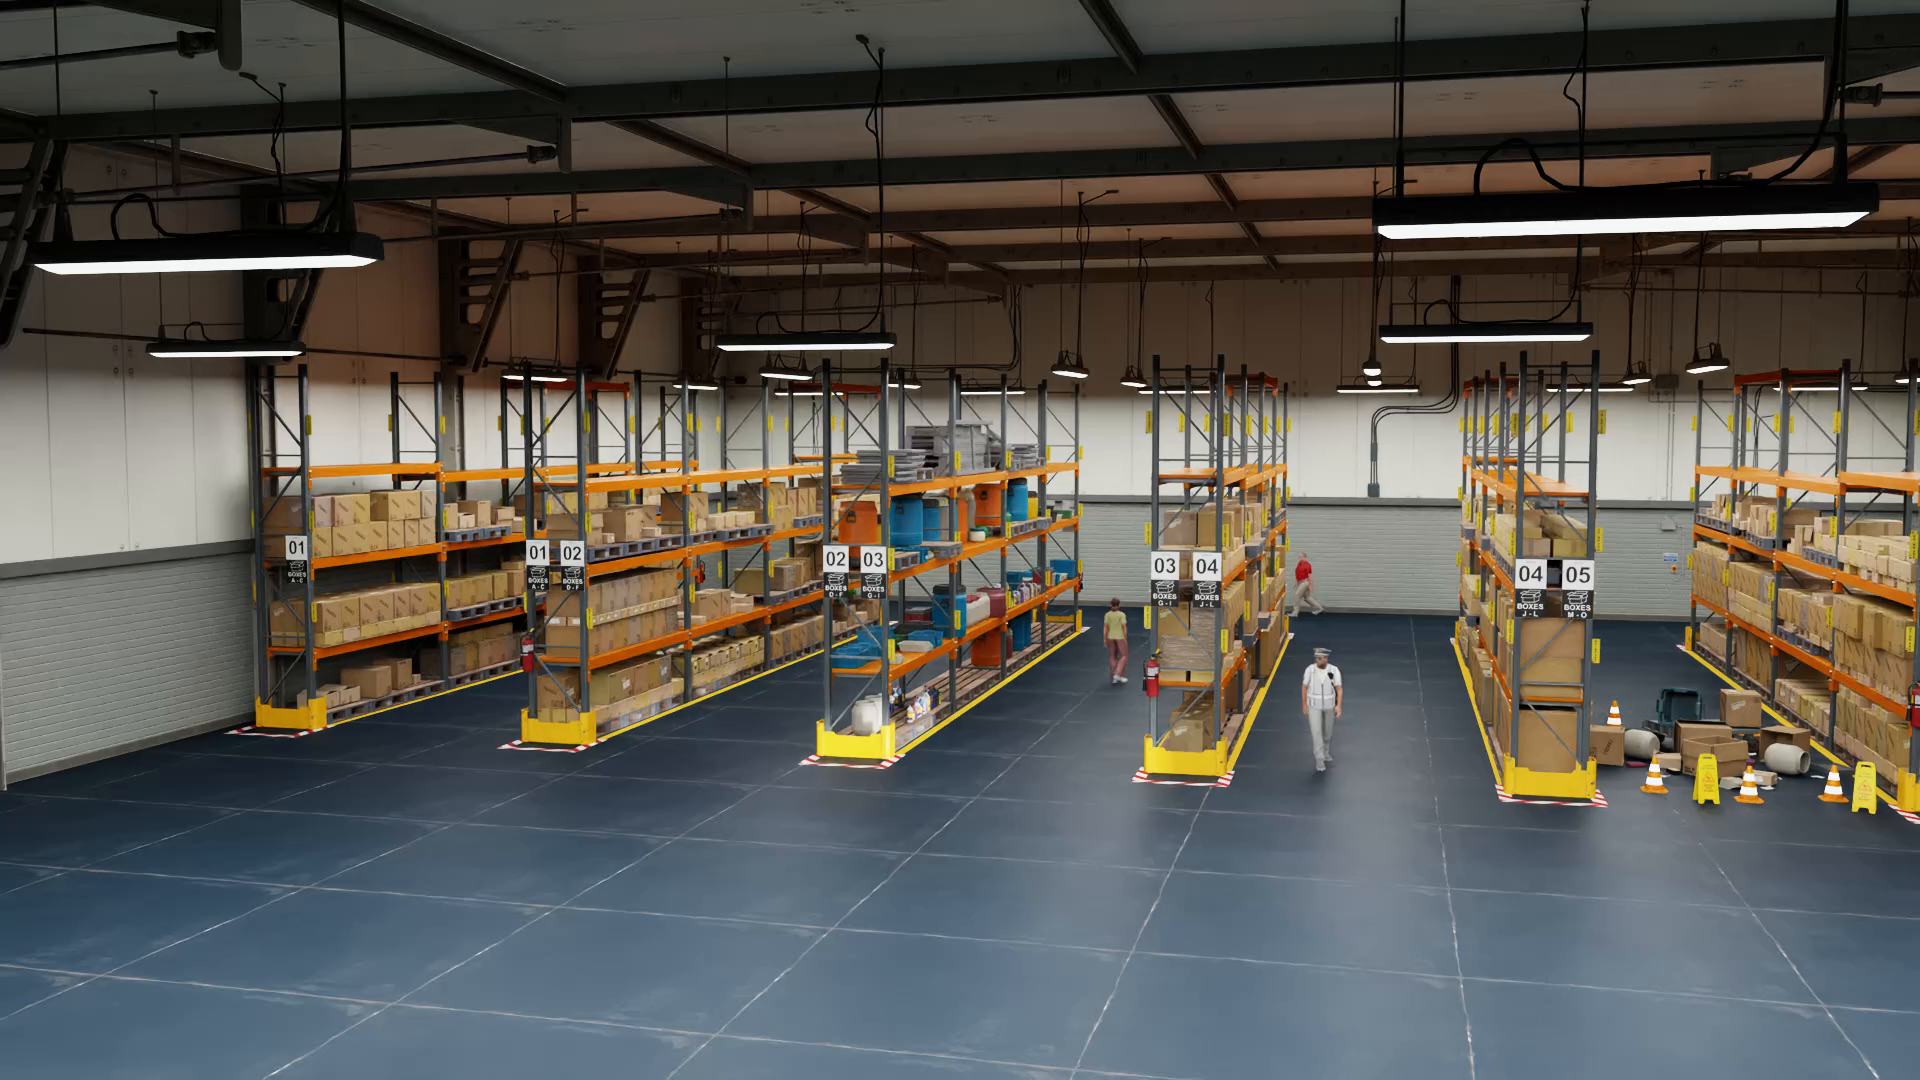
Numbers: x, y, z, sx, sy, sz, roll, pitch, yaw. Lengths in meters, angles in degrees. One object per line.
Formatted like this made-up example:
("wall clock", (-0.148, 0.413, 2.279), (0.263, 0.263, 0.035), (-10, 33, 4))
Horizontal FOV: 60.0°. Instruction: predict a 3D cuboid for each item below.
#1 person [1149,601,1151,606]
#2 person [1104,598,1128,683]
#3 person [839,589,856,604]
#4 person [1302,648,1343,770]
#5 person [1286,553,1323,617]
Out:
("person", (4.342, 1.730, 35.259), (0.700, 1.685, 0.717), (2, 4, 24))
("person", (3.027, 1.952, 32.230), (0.494, 1.669, 0.534), (1, 4, 17))
("person", (-3.008, 1.002, 44.814), (0.505, 1.789, 0.579), (1, 4, 14))
("person", (5.321, 2.438, 24.387), (0.563, 1.720, 0.923), (0, 4, 5))
("person", (8.994, 1.161, 43.380), (1.020, 1.680, 0.524), (0, 4, -3))
